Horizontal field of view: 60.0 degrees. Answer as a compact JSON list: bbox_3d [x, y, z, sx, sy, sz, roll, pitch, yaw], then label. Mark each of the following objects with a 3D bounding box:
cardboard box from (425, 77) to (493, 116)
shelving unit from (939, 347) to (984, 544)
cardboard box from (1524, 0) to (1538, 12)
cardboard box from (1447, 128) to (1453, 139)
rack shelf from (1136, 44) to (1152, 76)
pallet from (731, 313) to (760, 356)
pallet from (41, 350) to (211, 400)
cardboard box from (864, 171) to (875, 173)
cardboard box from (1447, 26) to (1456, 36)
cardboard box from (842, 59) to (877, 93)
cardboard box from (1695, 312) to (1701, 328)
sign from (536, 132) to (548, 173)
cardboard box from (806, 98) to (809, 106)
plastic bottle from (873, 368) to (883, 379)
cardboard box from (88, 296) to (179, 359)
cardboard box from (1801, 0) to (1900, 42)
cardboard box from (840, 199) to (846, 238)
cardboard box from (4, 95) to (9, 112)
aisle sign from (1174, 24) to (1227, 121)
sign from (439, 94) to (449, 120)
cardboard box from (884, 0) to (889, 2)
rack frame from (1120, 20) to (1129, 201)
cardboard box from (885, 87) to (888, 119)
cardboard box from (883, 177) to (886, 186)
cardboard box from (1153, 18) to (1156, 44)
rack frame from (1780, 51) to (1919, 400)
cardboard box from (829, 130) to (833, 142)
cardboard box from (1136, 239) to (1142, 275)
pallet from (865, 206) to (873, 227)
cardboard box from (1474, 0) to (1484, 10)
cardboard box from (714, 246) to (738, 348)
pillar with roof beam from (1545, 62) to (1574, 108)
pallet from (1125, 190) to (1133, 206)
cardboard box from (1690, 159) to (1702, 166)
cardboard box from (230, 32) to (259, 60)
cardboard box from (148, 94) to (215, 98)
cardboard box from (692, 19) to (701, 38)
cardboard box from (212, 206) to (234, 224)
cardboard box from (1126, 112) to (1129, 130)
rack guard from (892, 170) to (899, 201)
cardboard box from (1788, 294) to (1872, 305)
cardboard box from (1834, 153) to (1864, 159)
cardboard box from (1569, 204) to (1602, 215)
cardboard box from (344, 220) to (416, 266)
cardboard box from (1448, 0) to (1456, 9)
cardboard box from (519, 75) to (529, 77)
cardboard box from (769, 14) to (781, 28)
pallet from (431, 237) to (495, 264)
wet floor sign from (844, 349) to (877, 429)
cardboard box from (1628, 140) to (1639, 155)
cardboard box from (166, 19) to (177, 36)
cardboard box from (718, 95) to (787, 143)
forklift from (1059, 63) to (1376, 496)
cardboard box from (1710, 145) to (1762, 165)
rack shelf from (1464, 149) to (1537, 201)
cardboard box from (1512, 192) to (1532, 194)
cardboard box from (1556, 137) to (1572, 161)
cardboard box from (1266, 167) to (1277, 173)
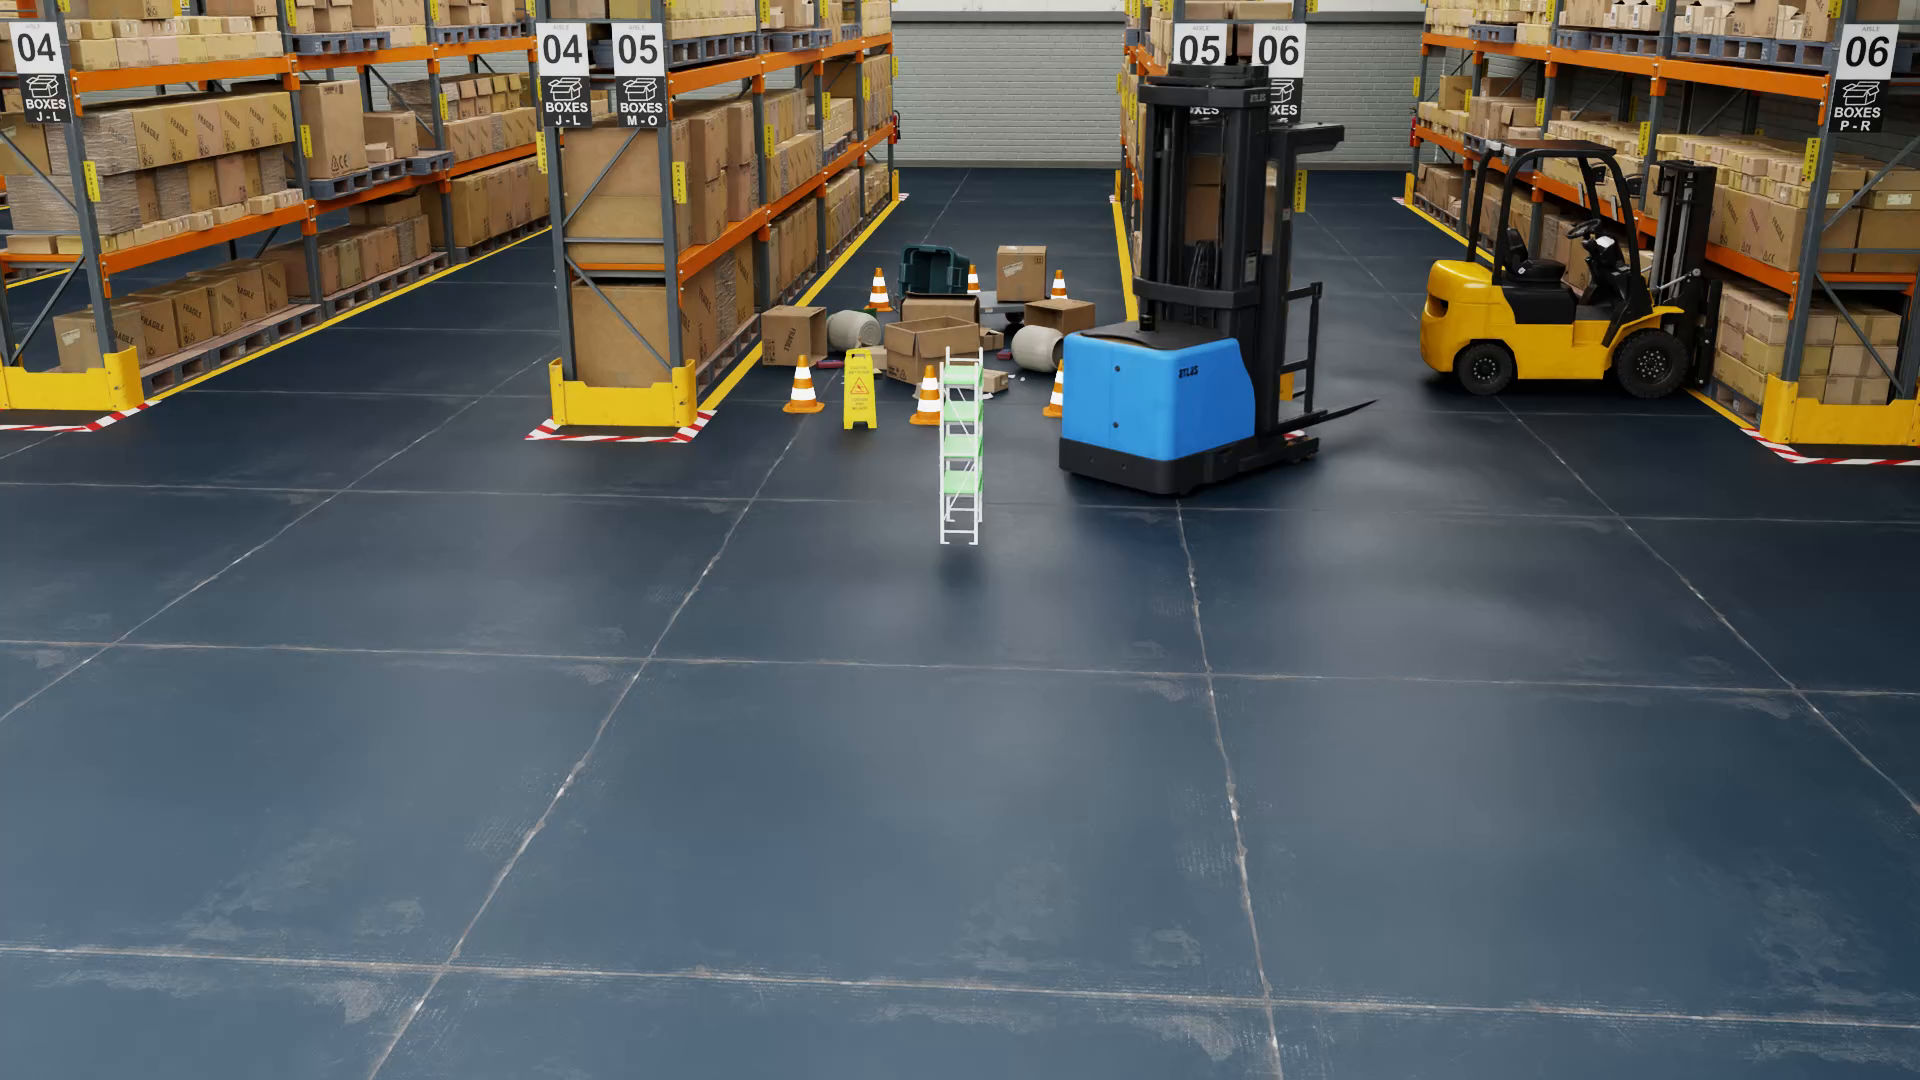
[{"bbox_3d":[-7.014,-6.222,23.323,0.797,0.503,0.637,2,18,6],"label":"cardboard box"},{"bbox_3d":[0.012,-0.622,10.893,0.258,1.200,0.503,1,18,4],"label":"shelving unit"},{"bbox_3d":[7.469,-6.852,21.324,0.380,0.149,0.250,1,18,3],"label":"cardboard box"},{"bbox_3d":[7.748,-6.280,25.676,0.380,0.149,0.250,1,18,3],"label":"cardboard box"},{"bbox_3d":[2.568,-5.301,18.623,1.077,0.370,4.000,1,18,4],"label":"rack shelf"},{"bbox_3d":[-2.652,-2.116,17.043,1.003,0.211,1.213,1,18,4],"label":"pallet"},{"bbox_3d":[-7.648,-1.526,15.240,1.003,0.211,1.213,1,18,4],"label":"pallet"},{"bbox_3d":[-1.587,-5.957,27.235,0.380,0.149,0.250,1,18,2],"label":"cardboard box"},{"bbox_3d":[7.761,-7.875,25.725,0.380,0.149,0.250,2,18,5],"label":"cardboard box"},{"bbox_3d":[-1.582,-7.276,26.068,0.500,0.500,0.500,2,18,5],"label":"cardboard box"},{"bbox_3d":[6.914,-2.005,15.163,0.500,0.250,0.500,1,18,4],"label":"cardboard box"},{"bbox_3d":[-3.347,-3.113,13.365,0.100,0.325,0.005,1,18,4],"label":"sign"},{"bbox_3d":[-2.433,-6.411,24.446,0.380,0.149,0.250,2,18,7],"label":"cardboard box"},{"bbox_3d":[-0.818,-1.565,15.602,0.133,0.061,0.283,-5,19,-15],"label":"plastic bottle"},{"bbox_3d":[-7.676,-1.967,15.450,0.500,0.500,0.500,6,19,18],"label":"cardboard box"},{"bbox_3d":[6.878,-4.108,12.829,0.500,0.500,0.500,2,18,6],"label":"cardboard box"},{"bbox_3d":[-1.863,-4.460,23.056,0.500,0.500,0.500,1,18,3],"label":"cardboard box"},{"bbox_3d":[-16.352,-7.197,27.909,0.500,0.500,0.500,1,18,3],"label":"cardboard box"},{"bbox_3d":[1.844,-3.577,12.847,0.394,0.787,0.004,1,18,4],"label":"aisle sign"},{"bbox_3d":[-6.631,-5.564,21.353,0.100,0.325,0.005,1,18,4],"label":"sign"},{"bbox_3d":[-1.390,-9.074,27.779,0.380,0.149,0.250,1,18,3],"label":"cardboard box"},{"bbox_3d":[3.285,-7.324,28.457,1.000,3.000,0.127,1,18,4],"label":"rack frame"},{"bbox_3d":[-1.477,-7.287,27.705,0.500,0.500,0.500,1,18,3],"label":"cardboard box"},{"bbox_3d":[-1.448,-6.057,28.018,0.380,0.149,0.250,1,18,2],"label":"cardboard box"},{"bbox_3d":[2.092,-4.801,15.705,0.500,0.250,0.500,1,18,3],"label":"cardboard box"},{"bbox_3d":[7.089,-2.245,12.956,1.000,3.000,0.127,1,18,4],"label":"rack frame"},{"bbox_3d":[-1.927,-5.467,22.518,0.380,0.149,0.250,2,18,6],"label":"cardboard box"},{"bbox_3d":[2.616,-3.385,19.983,0.950,0.372,0.625,1,18,3],"label":"cardboard box"},{"bbox_3d":[-1.934,-5.045,25.980,1.003,0.211,1.213,1,18,4],"label":"pallet"},{"bbox_3d":[7.490,-7.583,23.522,0.380,0.149,0.250,2,18,6],"label":"cardboard box"},{"bbox_3d":[-2.696,-2.392,16.143,0.875,0.875,0.875,1,18,4],"label":"cardboard box"},{"bbox_3d":[4.604,-9.115,24.288,9.100,9.000,0.400,1,18,4],"label":"pillar with roof beam"},{"bbox_3d":[3.306,-5.748,28.128,1.003,0.211,1.213,1,18,4],"label":"pallet"},{"bbox_3d":[6.971,-3.431,15.375,0.380,0.149,0.250,1,18,3],"label":"cardboard box"},{"bbox_3d":[-7.280,-4.863,16.370,0.500,0.250,0.500,2,18,5],"label":"cardboard box"},{"bbox_3d":[-7.780,-4.193,16.657,0.500,0.500,0.500,1,18,4],"label":"cardboard box"},{"bbox_3d":[-2.409,-4.322,14.046,0.380,0.149,0.250,1,18,4],"label":"cardboard box"},{"bbox_3d":[-7.304,-3.160,16.152,0.380,0.149,0.250,1,18,4],"label":"cardboard box"},{"bbox_3d":[2.685,-6.117,24.213,0.500,0.250,0.500,1,18,2],"label":"cardboard box"},{"bbox_3d":[-1.665,-6.191,29.015,1.175,0.500,0.348,1,18,4],"label":"rack guard"},{"bbox_3d":[7.345,-1.913,14.080,0.500,0.250,0.500,1,18,4],"label":"cardboard box"},{"bbox_3d":[7.527,-3.243,14.321,0.380,0.149,0.250,1,18,3],"label":"cardboard box"},{"bbox_3d":[8.011,-4.204,21.235,0.380,0.149,0.250,2,18,7],"label":"cardboard box"},{"bbox_3d":[-7.228,-3.700,20.707,0.700,0.500,0.500,0,18,-1],"label":"cardboard box"},{"bbox_3d":[7.850,-8.342,25.709,0.500,0.250,0.500,2,18,5],"label":"cardboard box"},{"bbox_3d":[-7.080,-7.033,26.129,0.500,0.500,0.500,1,18,4],"label":"cardboard box"},{"bbox_3d":[-2.160,-5.658,18.126,0.380,0.149,0.250,1,18,4],"label":"cardboard box"},{"bbox_3d":[-7.041,-3.978,22.725,1.003,0.211,1.213,1,18,4],"label":"pallet"},{"bbox_3d":[-0.834,-1.262,13.737,0.267,0.644,0.232,-2,18,-6],"label":"wet floor sign"},{"bbox_3d":[7.249,-4.109,17.444,0.380,0.149,0.250,1,18,4],"label":"cardboard box"},{"bbox_3d":[-7.398,-4.681,15.176,0.380,0.149,0.250,1,18,3],"label":"cardboard box"},{"bbox_3d":[-2.381,-4.826,19.069,0.700,0.500,0.500,1,18,3],"label":"cardboard box"},{"bbox_3d":[2.132,-2.080,12.563,3.031,2.935,1.130,-17,25,-42],"label":"forklift"},{"bbox_3d":[7.044,-3.490,15.077,0.380,0.149,0.250,1,18,4],"label":"cardboard box"},{"bbox_3d":[7.806,-5.009,22.547,1.077,0.370,4.000,1,18,4],"label":"rack shelf"},{"bbox_3d":[7.568,-4.620,22.502,0.380,0.149,0.250,0,18,1],"label":"cardboard box"},{"bbox_3d":[7.350,-4.608,19.606,0.500,0.250,0.500,2,18,6],"label":"cardboard box"},{"bbox_3d":[2.518,-3.003,14.633,0.500,0.500,0.500,1,18,3],"label":"cardboard box"}]
